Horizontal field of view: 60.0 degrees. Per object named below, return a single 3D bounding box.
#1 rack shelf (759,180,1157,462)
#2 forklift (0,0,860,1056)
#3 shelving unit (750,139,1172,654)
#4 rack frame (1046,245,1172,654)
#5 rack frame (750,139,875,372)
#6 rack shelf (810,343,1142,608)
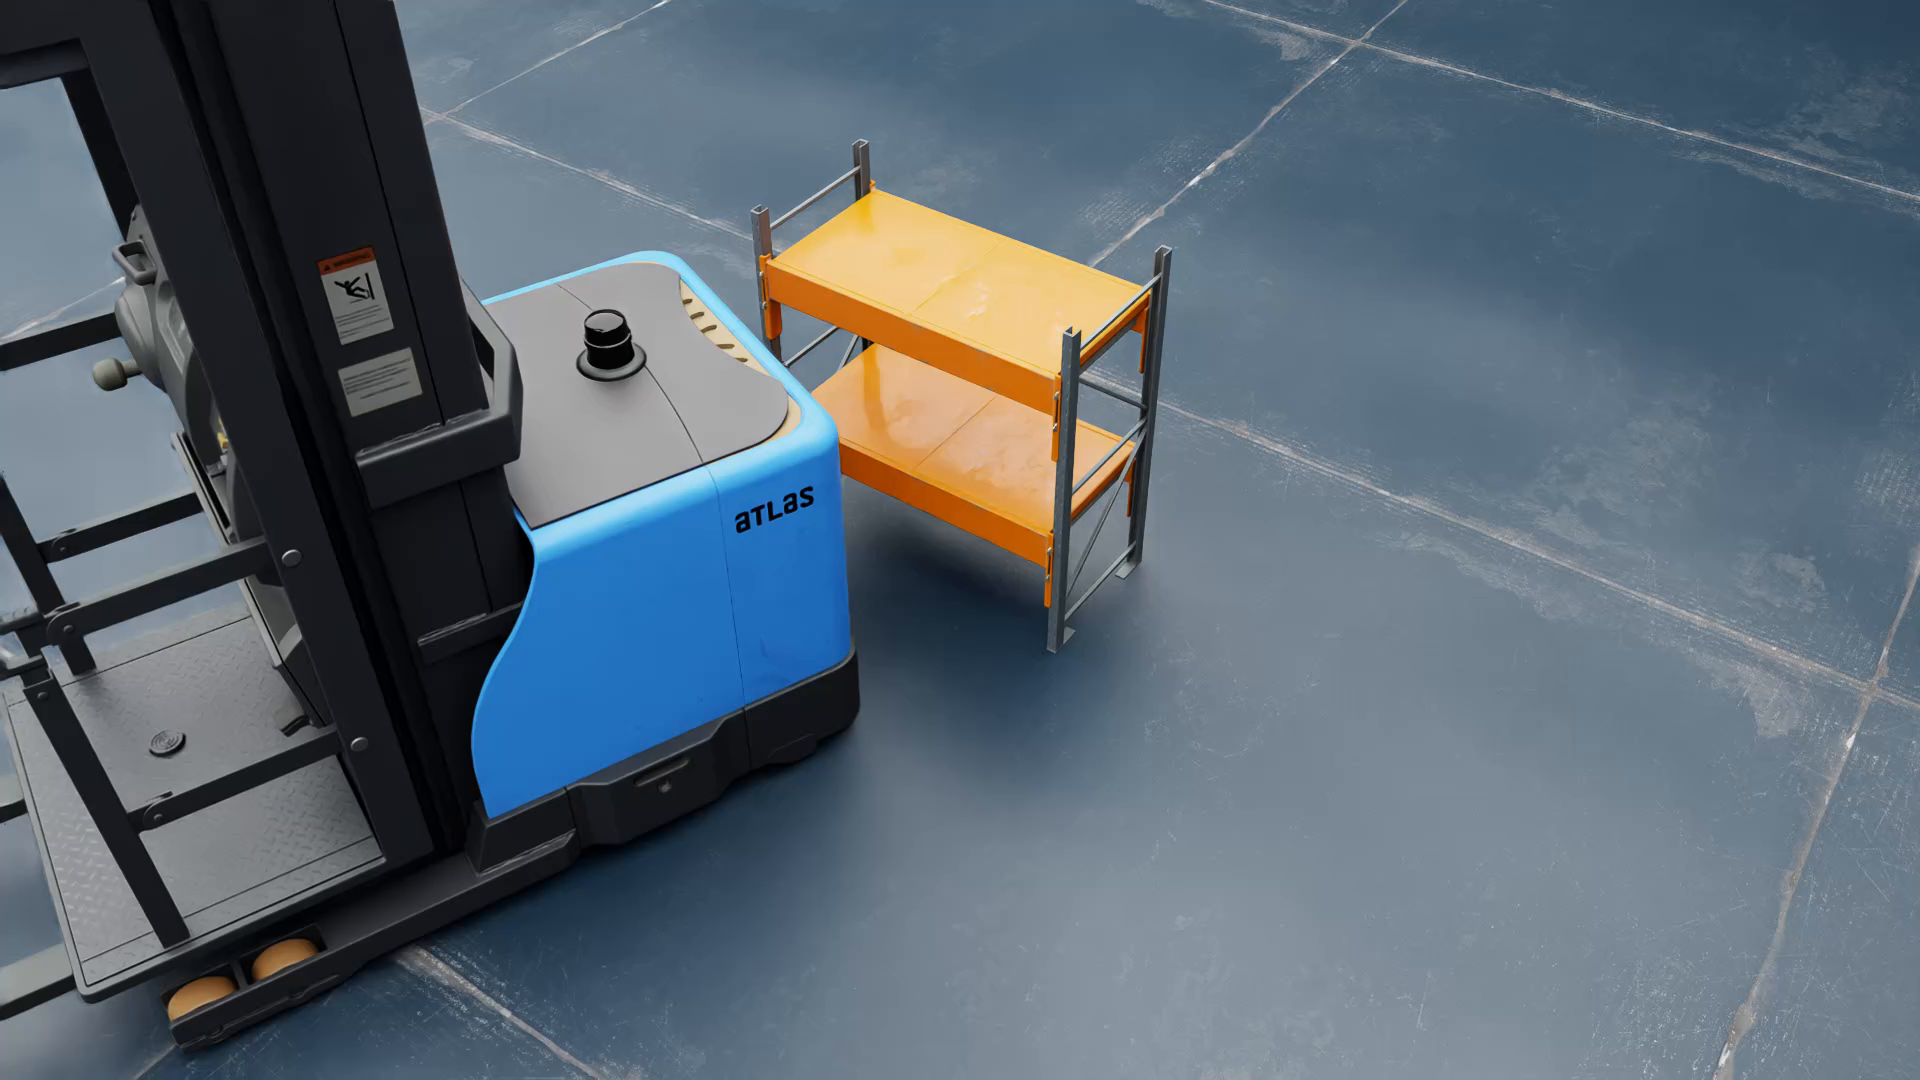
[{"bbox_3d":[-0.006,-0.640,4.683,1.000,0.278,0.538,25,48,25],"label":"rack shelf"},{"bbox_3d":[-1.796,-0.308,3.396,3.031,2.935,1.130,-23,47,-24],"label":"forklift"},{"bbox_3d":[-0.006,-0.422,4.878,1.048,1.125,0.538,25,48,25],"label":"shelving unit"},{"bbox_3d":[0.411,-0.227,4.660,0.032,1.125,0.500,25,48,25],"label":"rack frame"},{"bbox_3d":[-0.422,-0.616,5.095,0.032,1.125,0.500,25,48,25],"label":"rack frame"},{"bbox_3d":[-0.006,-0.240,5.041,1.000,0.278,0.538,25,48,25],"label":"rack shelf"}]
